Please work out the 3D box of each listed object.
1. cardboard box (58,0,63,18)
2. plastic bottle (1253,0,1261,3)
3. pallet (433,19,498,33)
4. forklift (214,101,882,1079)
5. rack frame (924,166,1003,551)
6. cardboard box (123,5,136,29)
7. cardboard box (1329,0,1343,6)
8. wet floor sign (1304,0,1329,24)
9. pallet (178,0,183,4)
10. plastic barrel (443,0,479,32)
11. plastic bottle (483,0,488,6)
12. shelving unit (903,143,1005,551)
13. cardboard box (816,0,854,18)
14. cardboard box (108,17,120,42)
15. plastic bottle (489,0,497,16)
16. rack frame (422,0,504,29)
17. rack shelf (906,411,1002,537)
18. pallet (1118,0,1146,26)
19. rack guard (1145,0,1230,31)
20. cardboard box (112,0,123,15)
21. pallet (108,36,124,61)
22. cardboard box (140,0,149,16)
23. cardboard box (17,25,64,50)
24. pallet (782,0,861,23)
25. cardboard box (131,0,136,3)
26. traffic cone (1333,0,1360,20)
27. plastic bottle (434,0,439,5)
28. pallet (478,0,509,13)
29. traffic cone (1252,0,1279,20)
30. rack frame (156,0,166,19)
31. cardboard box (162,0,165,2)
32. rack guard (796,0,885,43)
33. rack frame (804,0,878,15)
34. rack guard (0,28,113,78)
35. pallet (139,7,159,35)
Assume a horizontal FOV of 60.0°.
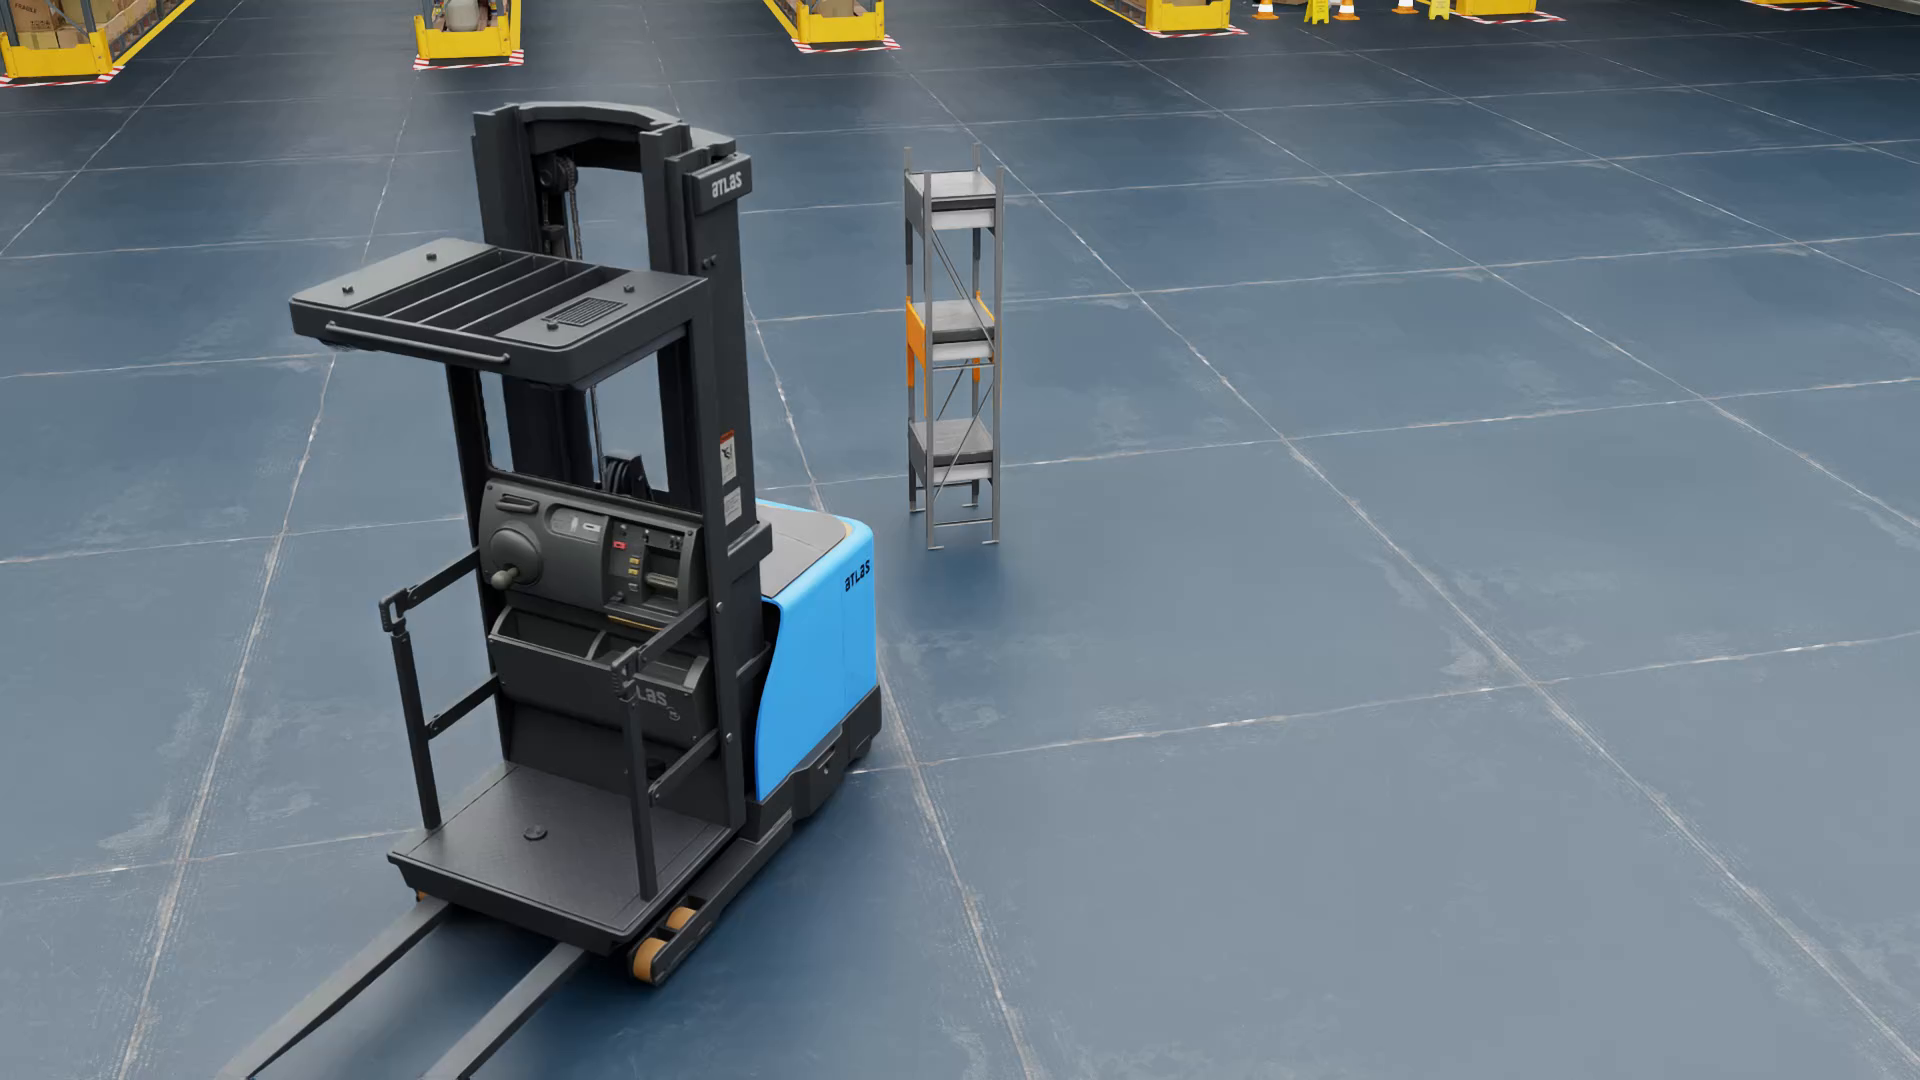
[{"bbox_3d":[-11.922,-7.140,21.820,0.500,0.500,0.500,-6,27,-12],"label":"cardboard box"},{"bbox_3d":[4.636,-8.348,25.722,0.133,0.061,0.283,-16,31,-29],"label":"plastic bottle"},{"bbox_3d":[-6.686,-6.844,22.576,1.003,0.211,1.213,-6,27,-12],"label":"pallet"},{"bbox_3d":[-1.440,0.082,5.835,1.130,2.935,3.031,12,29,23],"label":"forklift"},{"bbox_3d":[0.018,-0.903,8.709,0.400,2.100,0.015,-6,27,-12],"label":"rack frame"},{"bbox_3d":[-11.512,-7.079,22.531,0.500,0.250,0.500,-6,27,-12],"label":"cardboard box"},{"bbox_3d":[5.772,-8.310,25.549,0.380,0.149,0.250,8,28,15],"label":"cardboard box"},{"bbox_3d":[5.171,-7.803,23.994,0.267,0.644,0.232,-11,29,-20],"label":"wet floor sign"},{"bbox_3d":[-12.656,-8.569,25.994,1.003,0.211,1.213,-6,27,-12],"label":"pallet"},{"bbox_3d":[-6.668,-7.062,22.207,0.421,0.512,0.421,0,27,0],"label":"plastic barrel"},{"bbox_3d":[-6.875,-7.881,24.061,0.061,0.283,0.133,-6,27,-12],"label":"plastic bottle"},{"bbox_3d":[-0.037,-1.010,8.921,0.431,2.100,0.503,-6,27,-12],"label":"shelving unit"},{"bbox_3d":[-1.744,-7.554,23.195,0.500,0.500,0.500,-1,27,-2],"label":"cardboard box"},{"bbox_3d":[-11.292,-6.639,21.660,0.500,0.250,0.500,-6,27,-12],"label":"cardboard box"},{"bbox_3d":[-6.550,-7.510,23.339,0.097,0.271,0.097,0,27,0],"label":"plastic bottle"},{"bbox_3d":[-6.445,-7.704,21.184,1.000,3.000,0.127,-6,27,-12],"label":"rack frame"},{"bbox_3d":[-0.037,-0.373,9.242,0.431,0.518,0.480,-6,27,-12],"label":"rack shelf"},{"bbox_3d":[2.979,-7.764,24.398,1.003,0.211,1.213,-6,27,-12],"label":"pallet"},{"bbox_3d":[3.241,-7.539,23.632,1.175,0.500,0.348,-6,27,-12],"label":"rack guard"},{"bbox_3d":[-11.415,-7.192,21.924,0.500,0.500,0.500,-6,27,-12],"label":"cardboard box"},{"bbox_3d":[-11.485,-6.289,21.475,1.003,0.211,1.213,-6,27,-12],"label":"pallet"},{"bbox_3d":[-11.753,-7.516,23.398,0.500,0.250,0.500,-6,27,-12],"label":"cardboard box"},{"bbox_3d":[-11.680,-6.368,21.122,0.500,0.250,0.500,-6,27,-12],"label":"cardboard box"},{"bbox_3d":[-2.057,-7.890,24.647,1.003,0.211,1.213,-6,27,-12],"label":"pallet"},{"bbox_3d":[-11.638,-7.632,22.795,0.500,0.500,0.500,-6,27,-12],"label":"cardboard box"},{"bbox_3d":[5.677,-7.876,24.341,0.336,0.463,0.334,-6,27,-12],"label":"traffic cone"},{"bbox_3d":[-7.330,-7.498,23.304,0.061,0.283,0.133,-5,27,-10],"label":"plastic bottle"},{"bbox_3d":[-7.236,-7.916,24.698,1.003,0.211,1.213,-6,27,-12],"label":"pallet"},{"bbox_3d":[4.500,-7.911,24.409,0.336,0.463,0.334,-6,27,-12],"label":"traffic cone"},{"bbox_3d":[-12.173,-8.958,23.669,1.000,3.000,0.127,-6,27,-12],"label":"rack frame"},{"bbox_3d":[-12.023,-8.120,24.595,0.500,0.250,0.500,-7,28,-13],"label":"cardboard box"},{"bbox_3d":[-1.636,-7.124,22.809,1.175,0.500,0.348,-6,27,-12],"label":"rack guard"},{"bbox_3d":[-1.619,-8.206,22.180,1.000,3.000,0.127,-6,27,-12],"label":"rack frame"},{"bbox_3d":[-11.266,-6.076,20.733,1.175,0.500,0.348,-6,27,-12],"label":"rack guard"},{"bbox_3d":[-12.035,-7.360,23.597,1.003,0.211,1.213,-6,27,-12],"label":"pallet"}]
